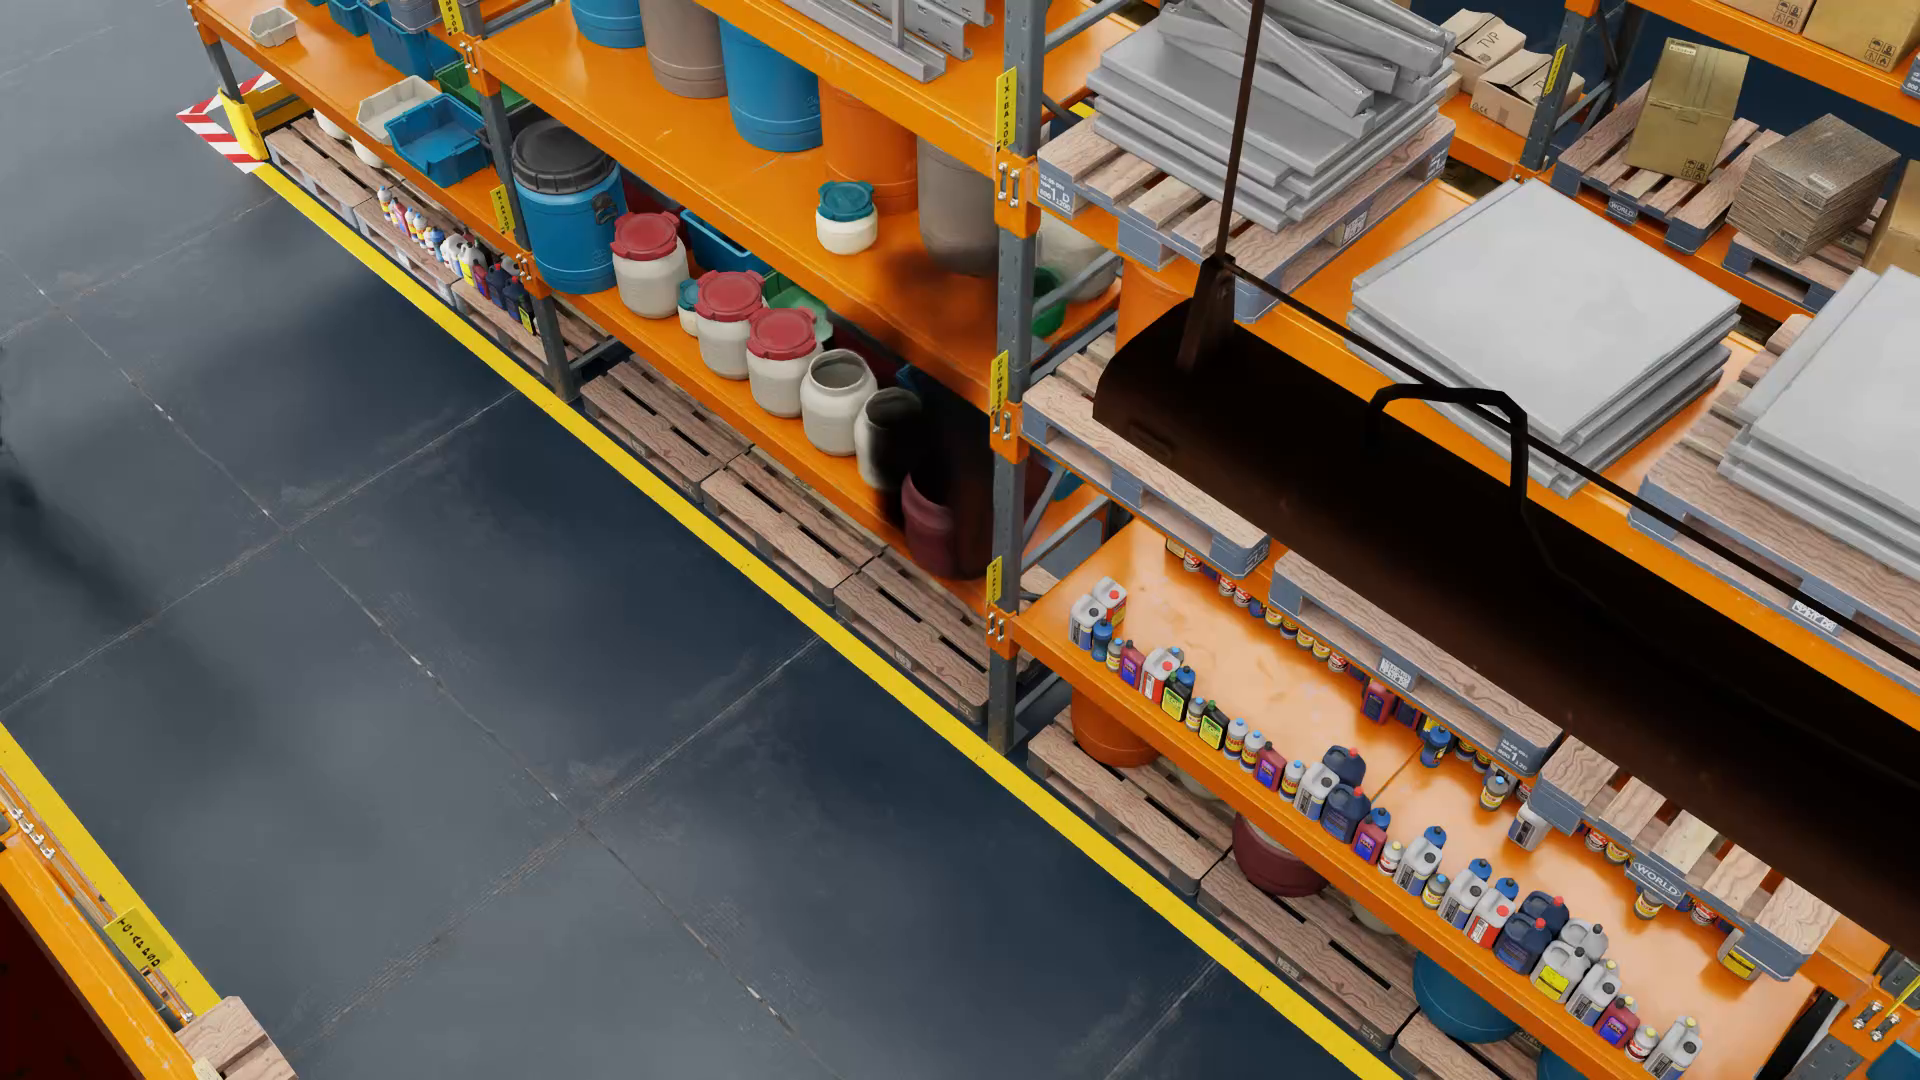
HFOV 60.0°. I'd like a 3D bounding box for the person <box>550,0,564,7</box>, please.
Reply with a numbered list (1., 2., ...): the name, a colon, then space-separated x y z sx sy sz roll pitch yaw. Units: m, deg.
1. person: -2.747 -3.743 12.452 0.862 1.638 0.619 34 58 25
